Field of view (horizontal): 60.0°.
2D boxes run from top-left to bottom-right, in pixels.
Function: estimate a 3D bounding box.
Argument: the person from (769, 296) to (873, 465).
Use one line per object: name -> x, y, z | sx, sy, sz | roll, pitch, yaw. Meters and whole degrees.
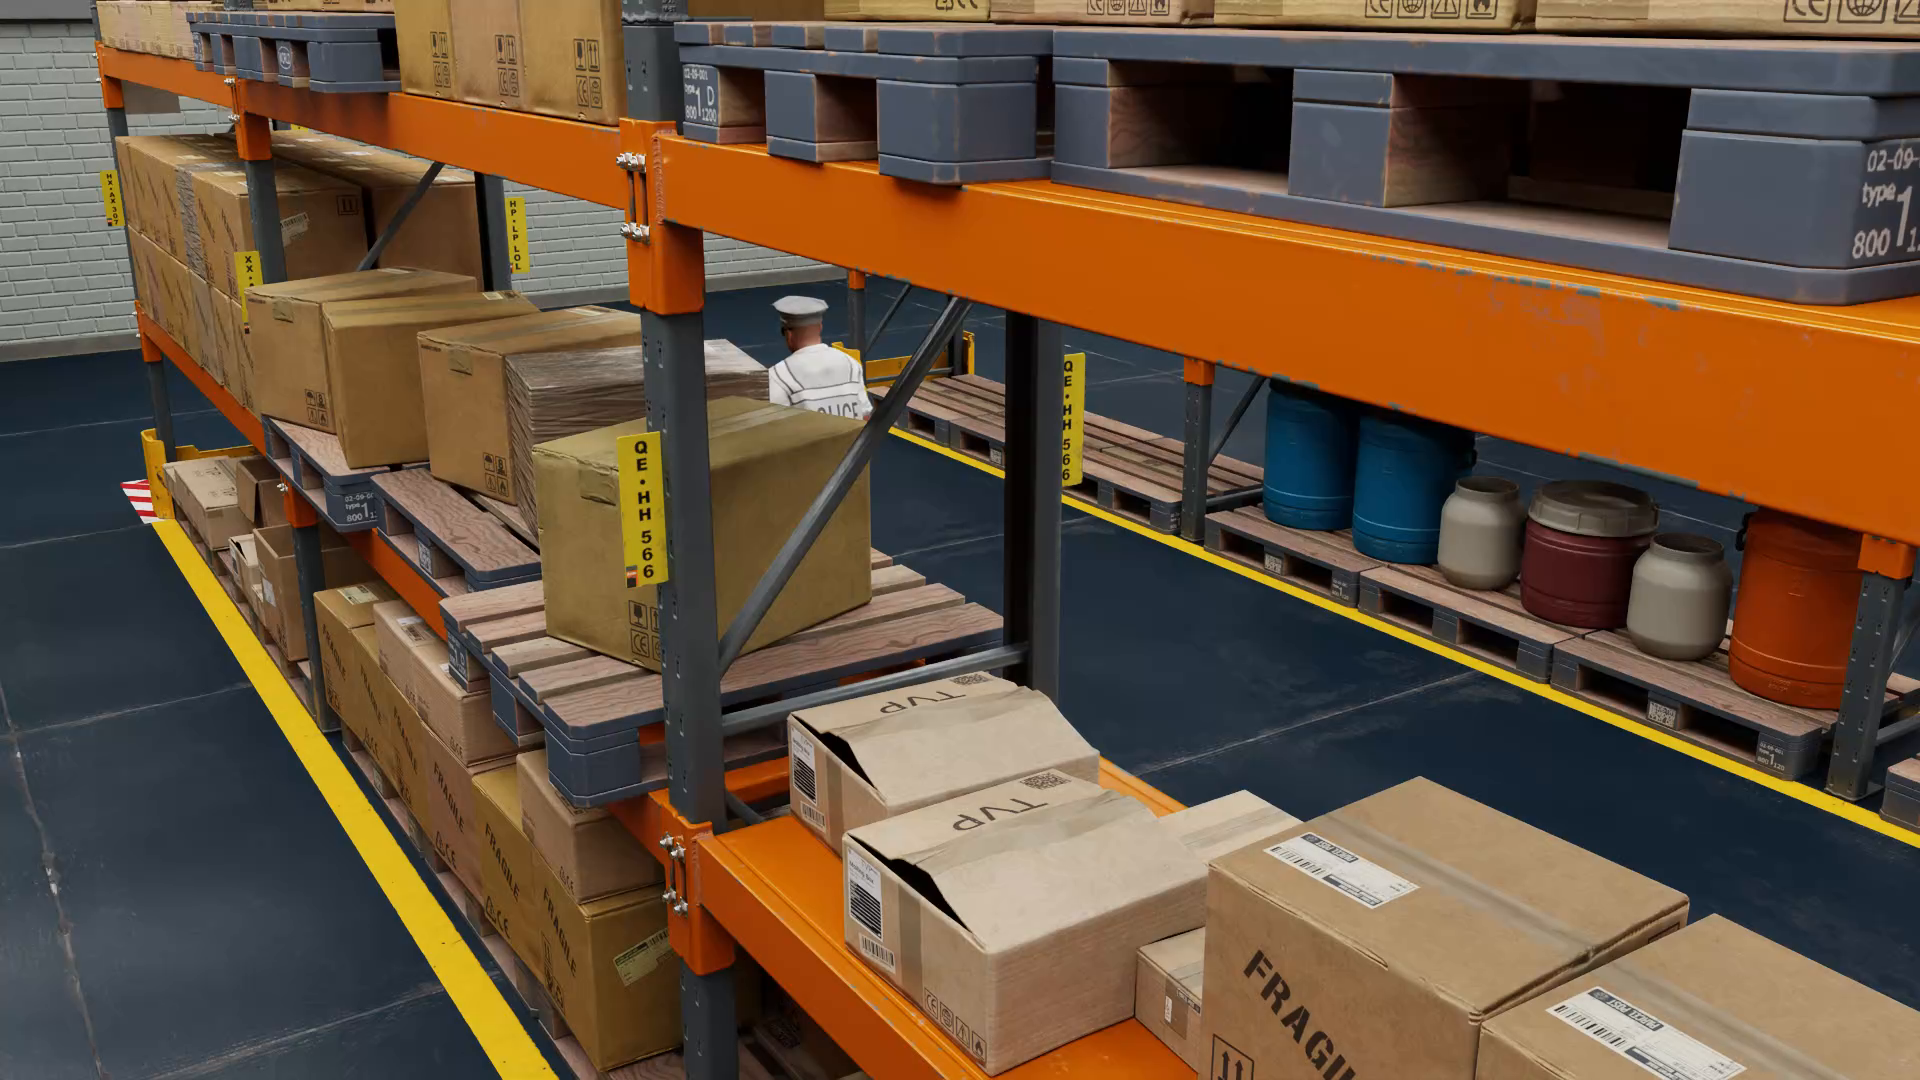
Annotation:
person -> -0.666, -0.257, 7.835 | 0.585, 1.748, 0.432 | -12, 21, -32
